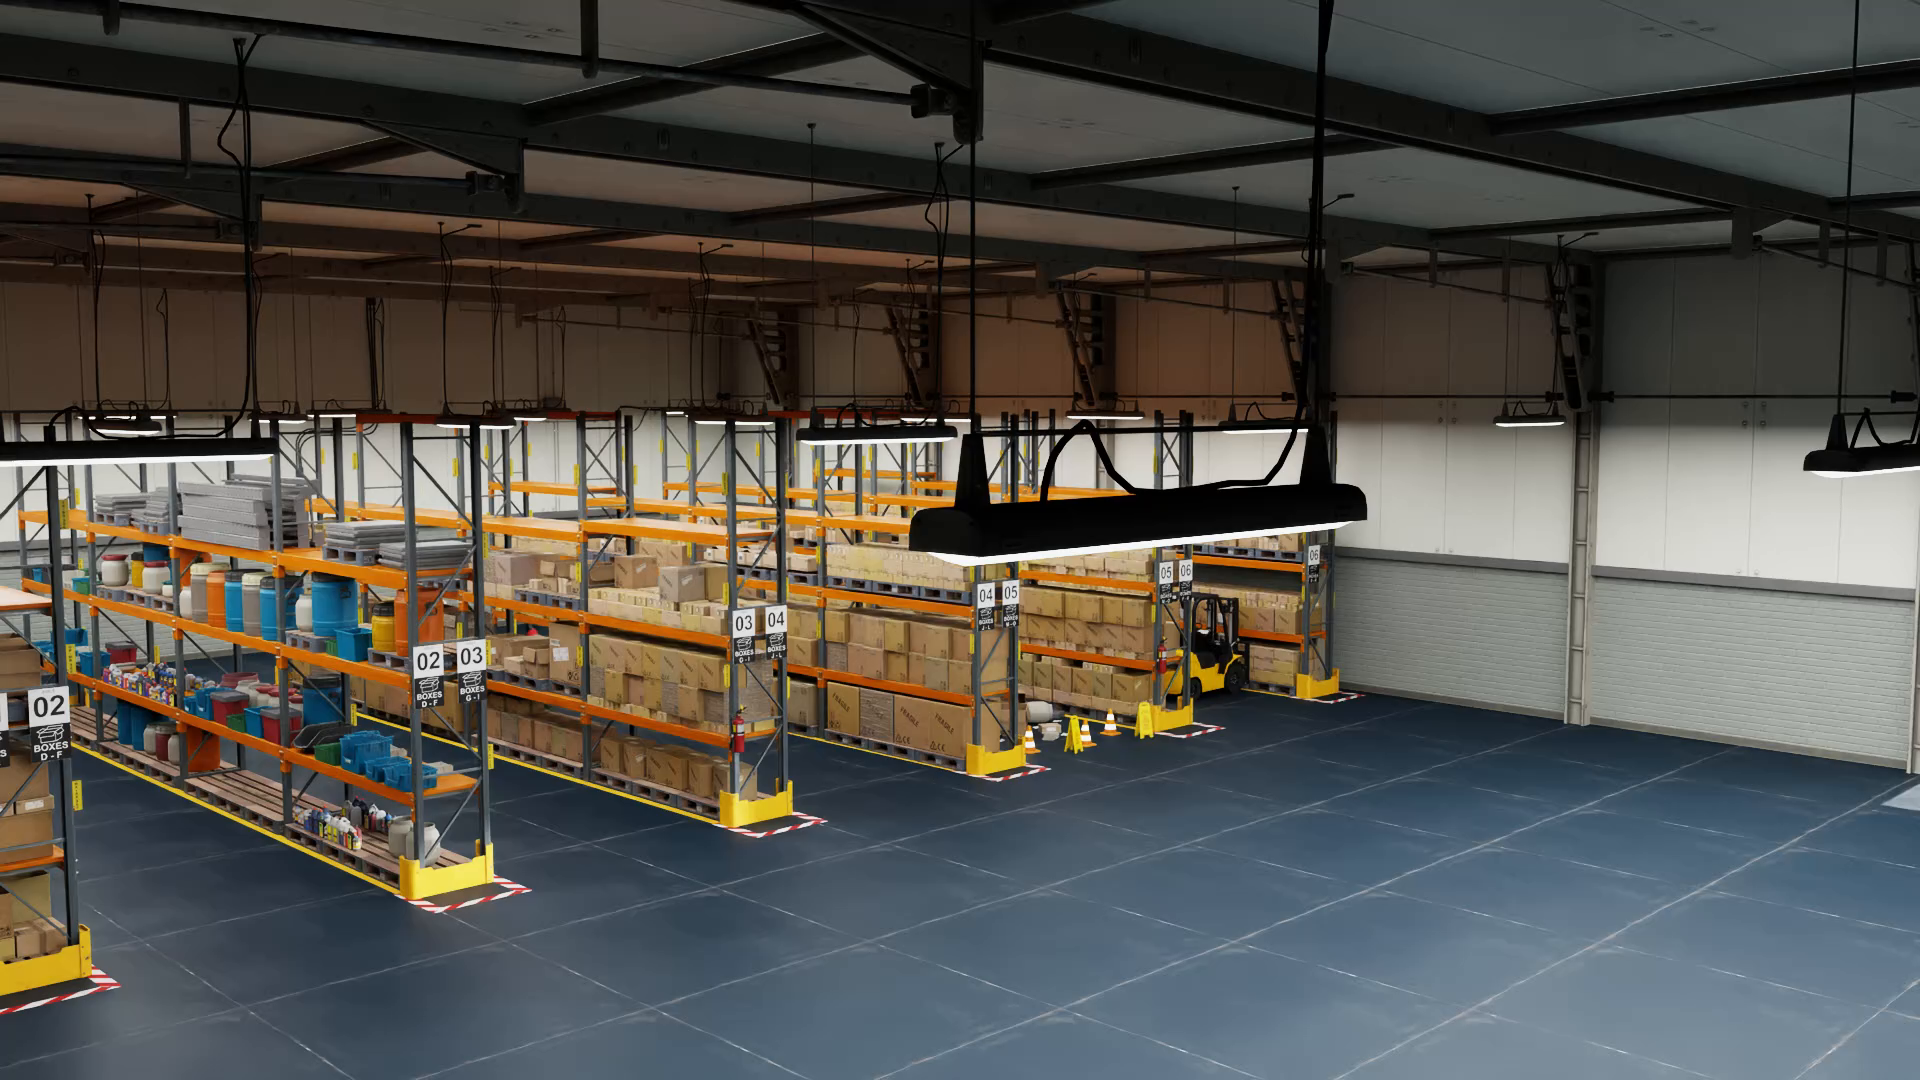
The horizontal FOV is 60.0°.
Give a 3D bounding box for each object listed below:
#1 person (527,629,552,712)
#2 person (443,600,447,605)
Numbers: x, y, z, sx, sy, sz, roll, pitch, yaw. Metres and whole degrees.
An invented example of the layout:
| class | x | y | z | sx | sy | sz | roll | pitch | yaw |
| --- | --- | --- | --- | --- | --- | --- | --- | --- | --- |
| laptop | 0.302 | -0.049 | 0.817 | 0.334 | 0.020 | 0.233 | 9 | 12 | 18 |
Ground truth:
| class | x | y | z | sx | sy | sz | roll | pitch | yaw |
| --- | --- | --- | --- | --- | --- | --- | --- | --- | --- |
| person | -8.282 | 2.611 | 32.516 | 0.528 | 1.727 | 0.988 | -4 | 6 | -36 |
| person | -12.676 | 1.992 | 40.402 | 0.437 | 1.618 | 0.973 | -1 | 5 | -17 |
